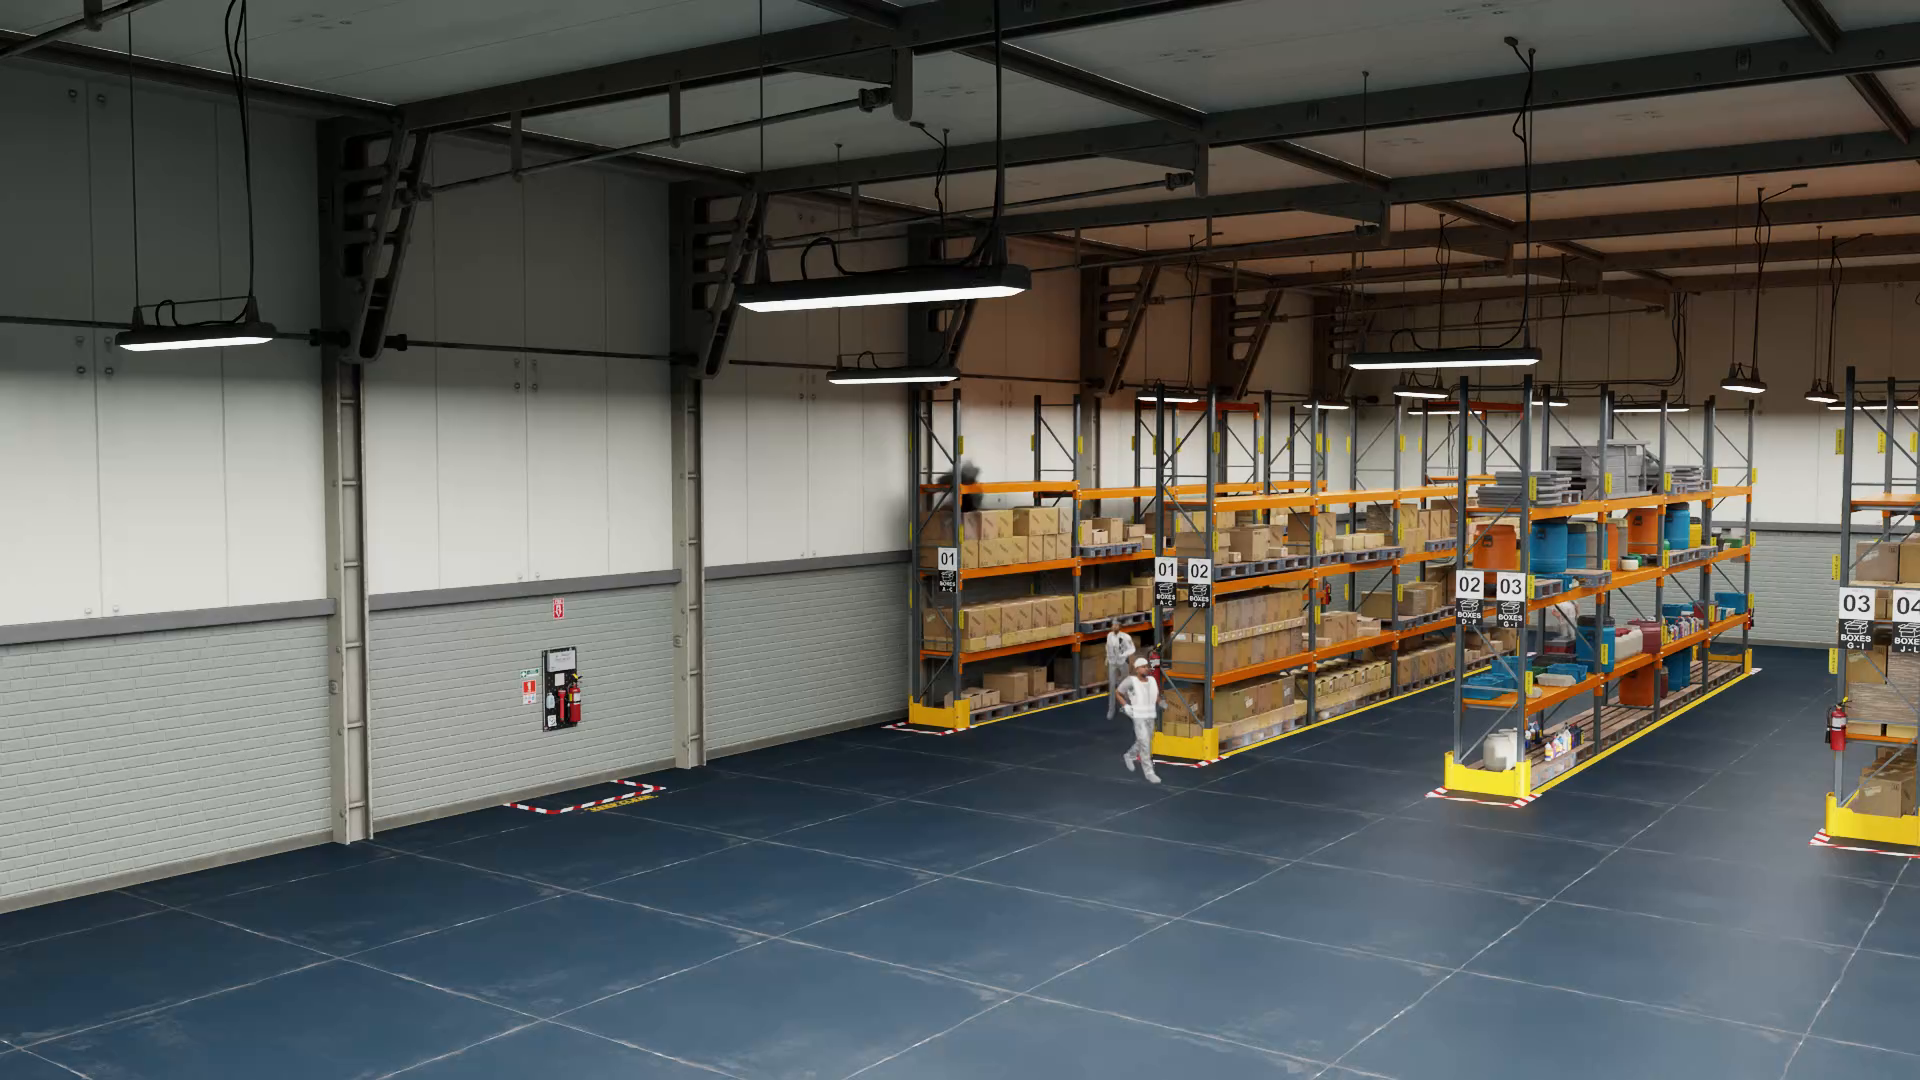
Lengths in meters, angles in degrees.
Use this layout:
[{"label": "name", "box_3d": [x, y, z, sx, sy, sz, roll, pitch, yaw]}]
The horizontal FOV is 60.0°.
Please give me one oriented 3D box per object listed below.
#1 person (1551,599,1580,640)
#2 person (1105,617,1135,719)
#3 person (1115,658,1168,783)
[{"label": "person", "box_3d": [14.086, 1.923, 38.670, 0.702, 1.747, 0.908, 0, 3, 3]}, {"label": "person", "box_3d": [2.801, 2.217, 29.125, 0.605, 1.765, 0.746, 1, 4, 24]}, {"label": "person", "box_3d": [2.669, 2.620, 24.461, 0.682, 1.782, 0.938, -2, 4, -32]}]
